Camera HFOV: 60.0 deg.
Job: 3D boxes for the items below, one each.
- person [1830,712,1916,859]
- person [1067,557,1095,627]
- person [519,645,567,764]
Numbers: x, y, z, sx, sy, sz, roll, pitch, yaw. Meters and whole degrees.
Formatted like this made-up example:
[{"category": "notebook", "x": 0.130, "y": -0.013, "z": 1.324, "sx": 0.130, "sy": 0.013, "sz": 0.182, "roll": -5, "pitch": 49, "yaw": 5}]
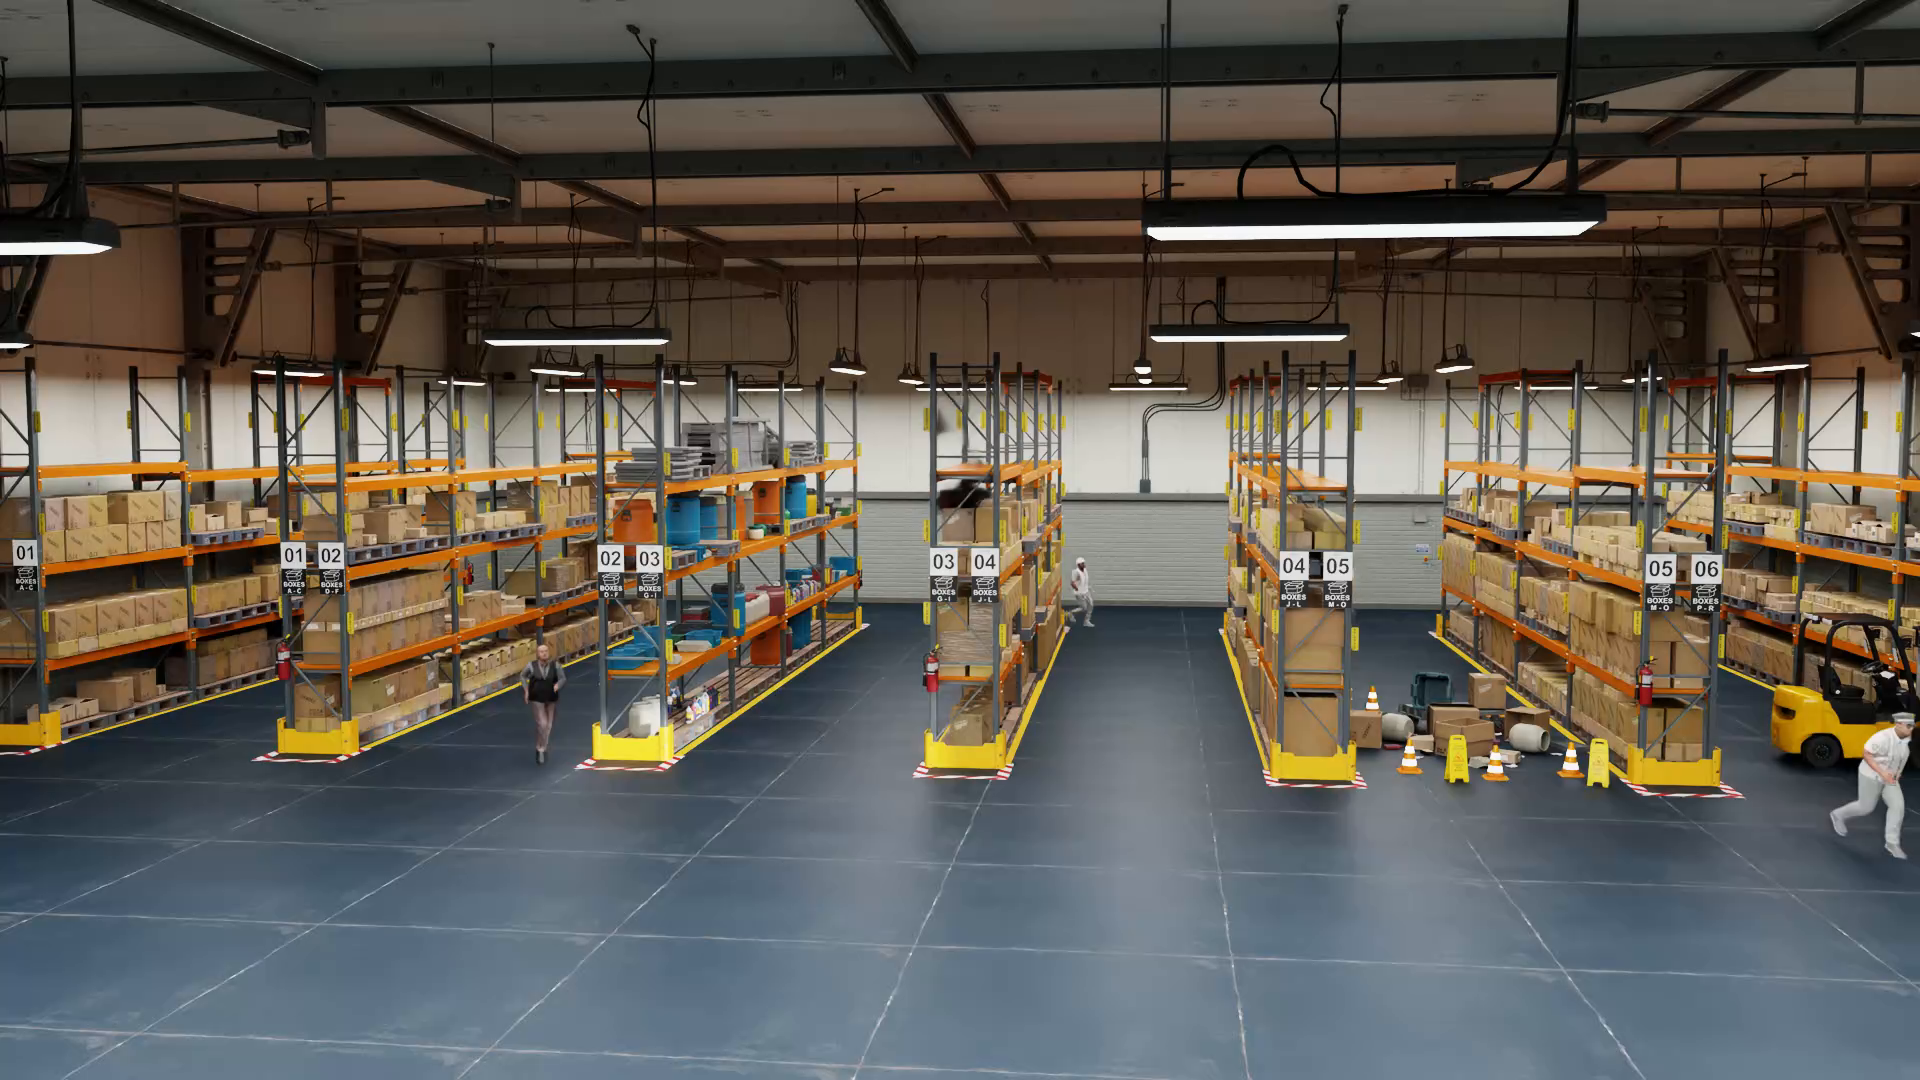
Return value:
[{"category": "person", "x": 10.717, "y": 2.809, "z": 19.518, "sx": 0.693, "sy": 1.720, "sz": 1.008, "roll": -2, "pitch": 5, "yaw": -26}, {"category": "person", "x": 2.905, "y": 1.277, "z": 40.600, "sx": 0.675, "sy": 1.723, "sz": 0.721, "roll": 3, "pitch": 5, "yaw": 35}, {"category": "person", "x": -6.139, "y": 2.421, "z": 24.568, "sx": 0.638, "sy": 1.771, "sz": 0.783, "roll": -2, "pitch": 5, "yaw": -28}]
